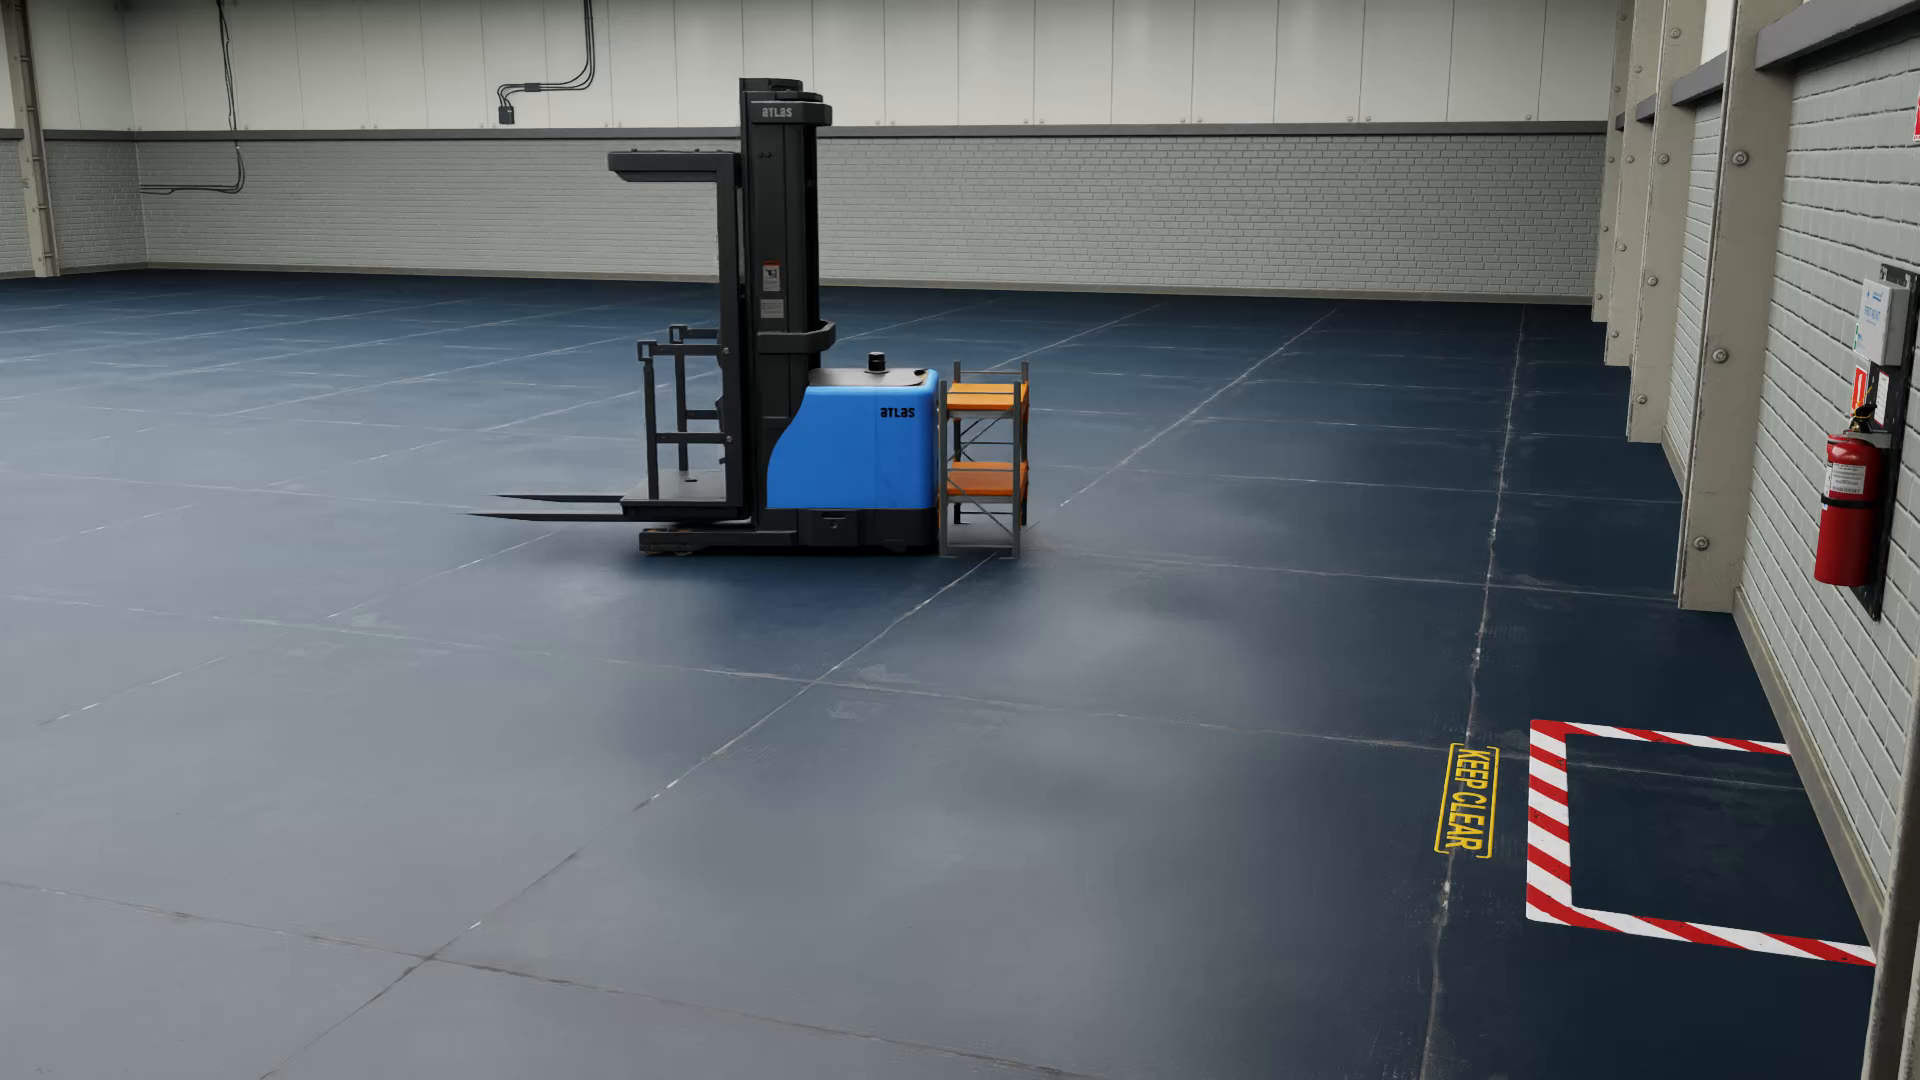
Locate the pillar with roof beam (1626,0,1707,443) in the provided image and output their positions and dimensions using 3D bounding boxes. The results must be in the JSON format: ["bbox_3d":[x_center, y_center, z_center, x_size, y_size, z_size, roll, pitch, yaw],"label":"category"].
[{"bbox_3d":[2.100,-5.607,15.330,9.100,9.000,0.400,4,14,18],"label":"pillar with roof beam"}]

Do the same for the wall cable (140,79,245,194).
[{"bbox_3d":[-17.545,-9.103,37.624,3.097,2.526,0.112,4,14,18],"label":"wall cable"}]

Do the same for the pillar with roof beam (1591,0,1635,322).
[{"bbox_3d":[5.982,-8.133,26.400,9.100,9.000,0.400,4,14,18],"label":"pillar with roof beam"}]

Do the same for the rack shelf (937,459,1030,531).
[{"bbox_3d":[0.166,-0.307,10.905,0.538,0.278,1.000,1,13,5],"label":"rack shelf"}]

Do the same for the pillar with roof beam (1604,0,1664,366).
[{"bbox_3d":[4.041,-6.870,20.865,9.100,9.000,0.400,4,14,18],"label":"pillar with roof beam"}]

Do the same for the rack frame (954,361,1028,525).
[{"bbox_3d":[0.208,-0.658,11.344,0.500,1.125,0.032,1,13,5],"label":"rack frame"}]

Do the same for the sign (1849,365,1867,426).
[{"bbox_3d":[3.403,-0.489,6.311,0.001,0.329,0.234,4,14,18],"label":"sign"}]

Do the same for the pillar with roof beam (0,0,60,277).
[{"bbox_3d":[-15.676,-9.781,33.620,9.100,9.000,0.400,4,14,18],"label":"pillar with roof beam"}]

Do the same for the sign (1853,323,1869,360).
[{"bbox_3d":[3.393,-0.747,6.250,0.001,0.109,0.331,4,14,18],"label":"sign"}]

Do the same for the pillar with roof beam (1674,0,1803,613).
[{"bbox_3d":[0.158,-4.343,9.795,9.100,9.000,0.400,4,14,18],"label":"pillar with roof beam"}]

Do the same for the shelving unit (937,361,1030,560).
[{"bbox_3d":[0.166,-0.546,10.850,0.538,1.125,1.048,1,13,5],"label":"shelving unit"}]

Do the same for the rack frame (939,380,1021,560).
[{"bbox_3d":[0.124,-0.433,10.356,0.500,1.125,0.032,1,13,5],"label":"rack frame"}]

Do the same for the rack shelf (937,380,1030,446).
[{"bbox_3d":[0.166,-0.831,10.785,0.538,0.278,1.000,1,13,5],"label":"rack shelf"}]

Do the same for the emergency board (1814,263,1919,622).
[{"bbox_3d":[3.126,-0.363,5.837,0.194,1.169,0.643,4,14,18],"label":"emergency board"}]

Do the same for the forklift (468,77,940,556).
[{"bbox_3d":[-1.654,-1.446,10.735,3.031,2.935,1.130,0,13,2],"label":"forklift"}]

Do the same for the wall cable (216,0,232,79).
[{"bbox_3d":[-14.986,-11.370,36.209,3.097,2.526,0.112,4,14,18],"label":"wall cable"}]

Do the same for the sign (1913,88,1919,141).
[{"bbox_3d":[3.223,-1.488,5.555,0.001,0.298,0.199,4,14,18],"label":"sign"}]

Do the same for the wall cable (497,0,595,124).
[{"bbox_3d":[-8.568,-11.588,33.891,2.305,6.003,0.169,4,14,18],"label":"wall cable"}]
